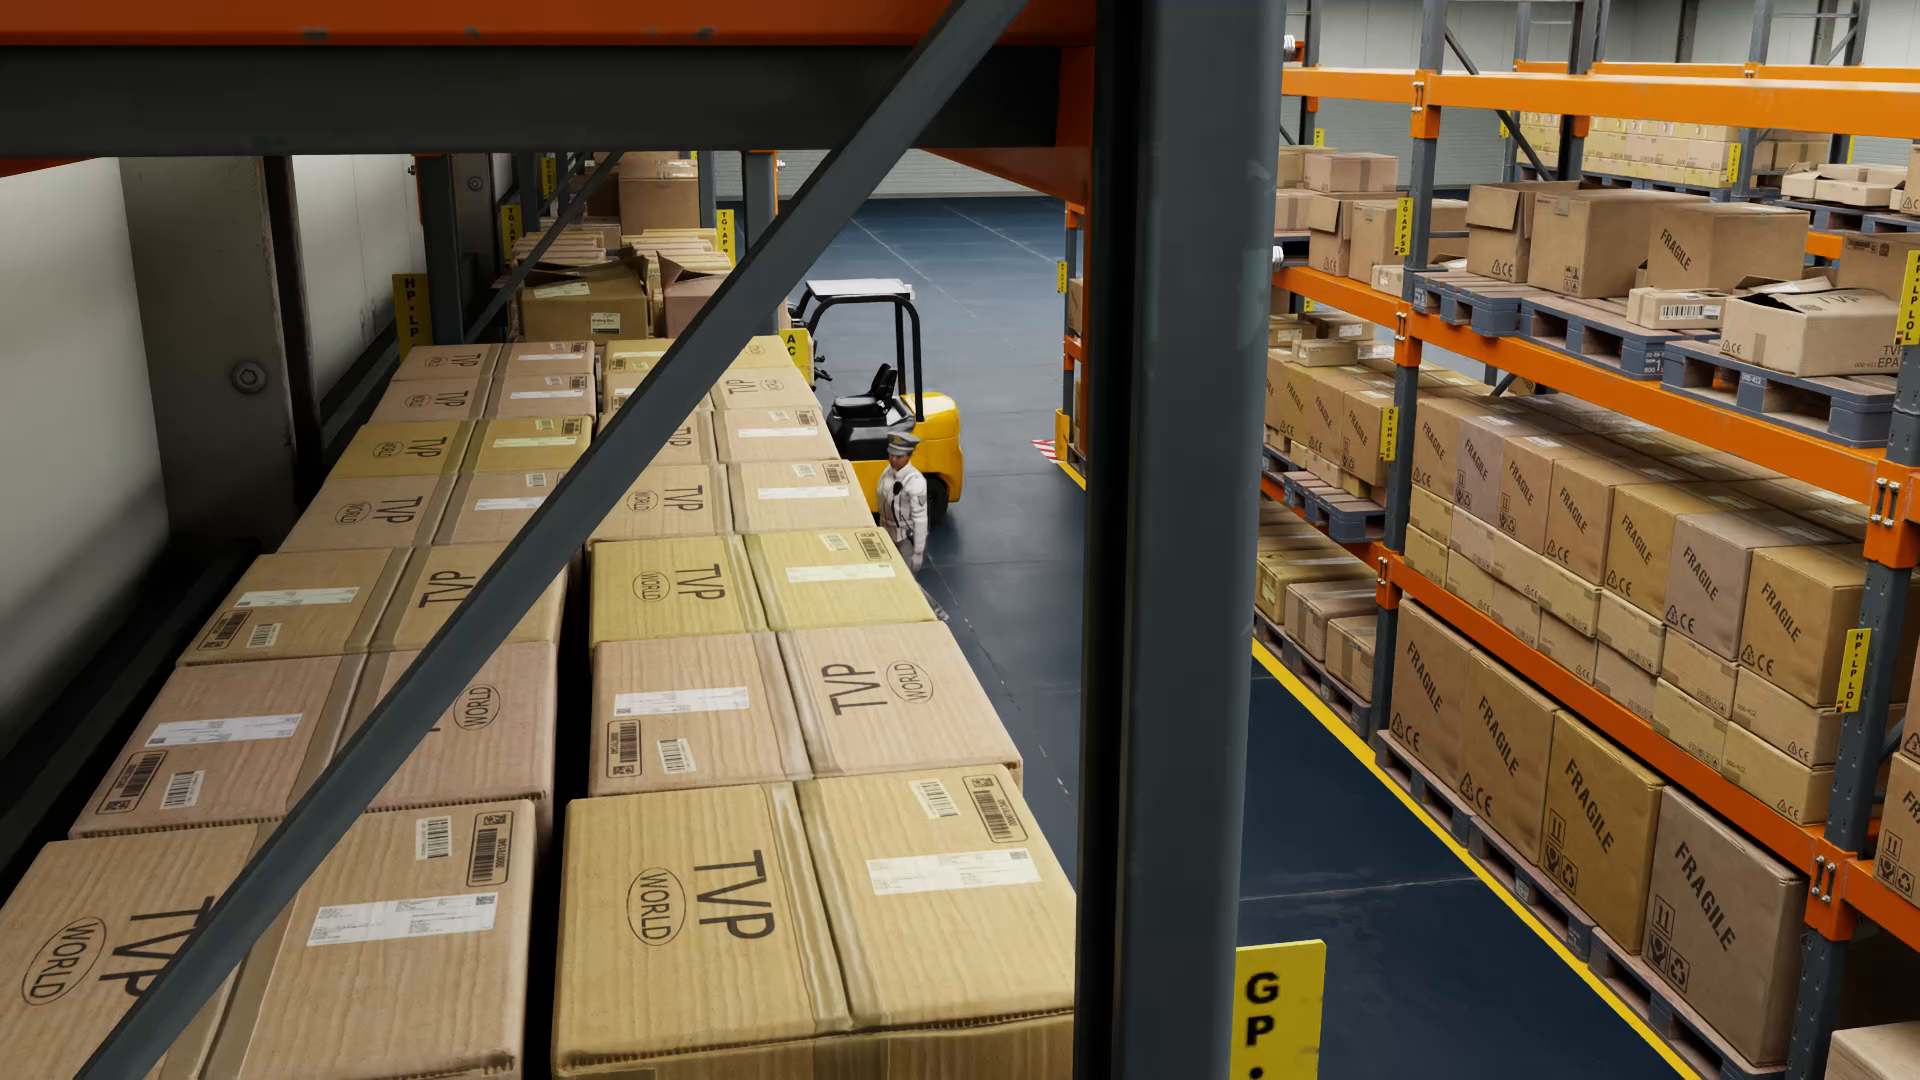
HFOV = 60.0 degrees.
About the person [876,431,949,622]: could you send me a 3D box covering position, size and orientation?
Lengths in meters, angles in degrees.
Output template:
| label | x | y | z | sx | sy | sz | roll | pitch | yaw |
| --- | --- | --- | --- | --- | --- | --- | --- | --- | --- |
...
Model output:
| label | x | y | z | sx | sy | sz | roll | pitch | yaw |
| --- | --- | --- | --- | --- | --- | --- | --- | --- | --- |
| person | -0.333 | 0.014 | 11.947 | 0.655 | 1.667 | 0.500 | -9 | 19 | -29 |
